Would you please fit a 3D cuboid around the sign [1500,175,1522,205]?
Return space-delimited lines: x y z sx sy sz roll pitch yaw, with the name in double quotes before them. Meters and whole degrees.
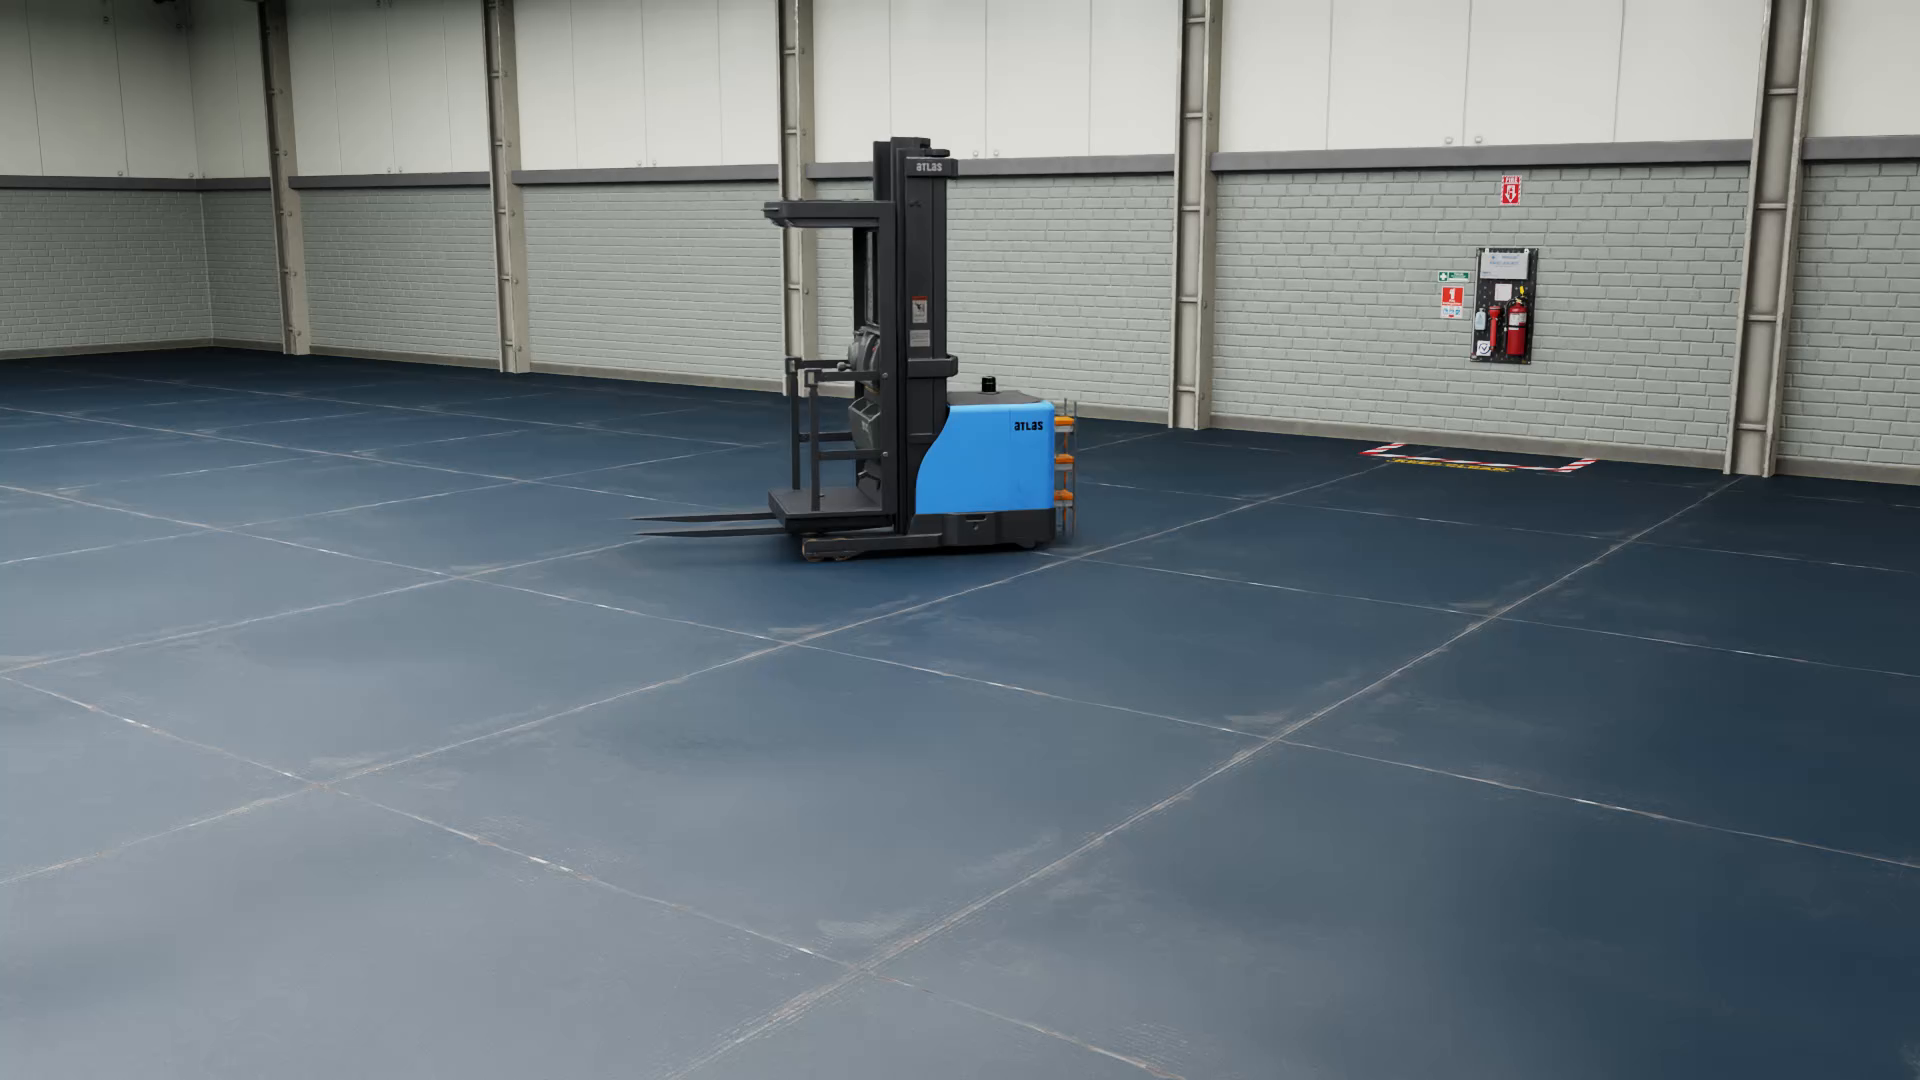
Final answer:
"sign" 5.579 -3.542 16.837 0.199 0.298 0.001 8 13 36

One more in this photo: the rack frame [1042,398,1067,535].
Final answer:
"rack frame" 0.710 -0.551 12.614 0.200 1.050 0.008 -2 11 -13

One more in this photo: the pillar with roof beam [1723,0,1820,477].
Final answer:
"pillar with roof beam" 4.947 -4.390 11.530 0.400 9.000 9.100 8 13 36

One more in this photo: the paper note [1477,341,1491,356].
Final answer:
"paper note" 5.425 -1.985 17.214 0.142 0.148 0.016 8 13 36

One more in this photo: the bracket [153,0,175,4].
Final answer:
"bracket" -14.303 -9.773 29.880 0.430 0.232 0.235 8 13 36

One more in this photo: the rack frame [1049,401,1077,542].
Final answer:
"rack frame" 0.766 -0.506 12.381 0.200 1.050 0.008 -2 11 -13

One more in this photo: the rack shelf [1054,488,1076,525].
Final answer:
"rack shelf" 0.737 -0.245 12.552 0.215 0.259 0.240 -2 11 -13

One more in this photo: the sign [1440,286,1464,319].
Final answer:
"sign" 5.142 -2.483 17.373 0.234 0.329 0.001 8 13 36

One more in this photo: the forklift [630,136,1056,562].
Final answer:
"forklift" -0.873 -1.393 12.012 3.031 2.935 1.130 -3 11 -13

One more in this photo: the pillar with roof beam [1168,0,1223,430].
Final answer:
"pillar with roof beam" 0.111 -5.065 15.017 0.400 9.000 9.100 8 13 36

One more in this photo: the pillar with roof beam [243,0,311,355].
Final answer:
"pillar with roof beam" -14.397 -7.088 25.478 0.548 9.000 9.100 8 13 36

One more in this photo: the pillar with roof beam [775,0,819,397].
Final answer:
"pillar with roof beam" -4.725 -5.739 18.504 0.400 9.000 9.100 8 13 36

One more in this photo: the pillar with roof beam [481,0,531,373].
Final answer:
"pillar with roof beam" -9.561 -6.414 21.991 0.400 9.000 9.100 8 13 36

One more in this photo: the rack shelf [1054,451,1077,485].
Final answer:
"rack shelf" 0.738 -0.518 12.500 0.215 0.259 0.240 -2 11 -13

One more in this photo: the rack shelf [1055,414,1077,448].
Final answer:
"rack shelf" 0.738 -0.797 12.446 0.215 0.259 0.240 -2 11 -13

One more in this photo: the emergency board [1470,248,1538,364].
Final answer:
"emergency board" 5.526 -2.387 16.973 0.643 1.169 0.194 8 13 36

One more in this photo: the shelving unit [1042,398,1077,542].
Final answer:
"shelving unit" 0.738 -0.529 12.498 0.215 1.050 0.252 -2 11 -13

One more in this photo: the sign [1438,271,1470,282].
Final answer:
"sign" 5.140 -2.741 17.313 0.331 0.109 0.001 8 13 36
